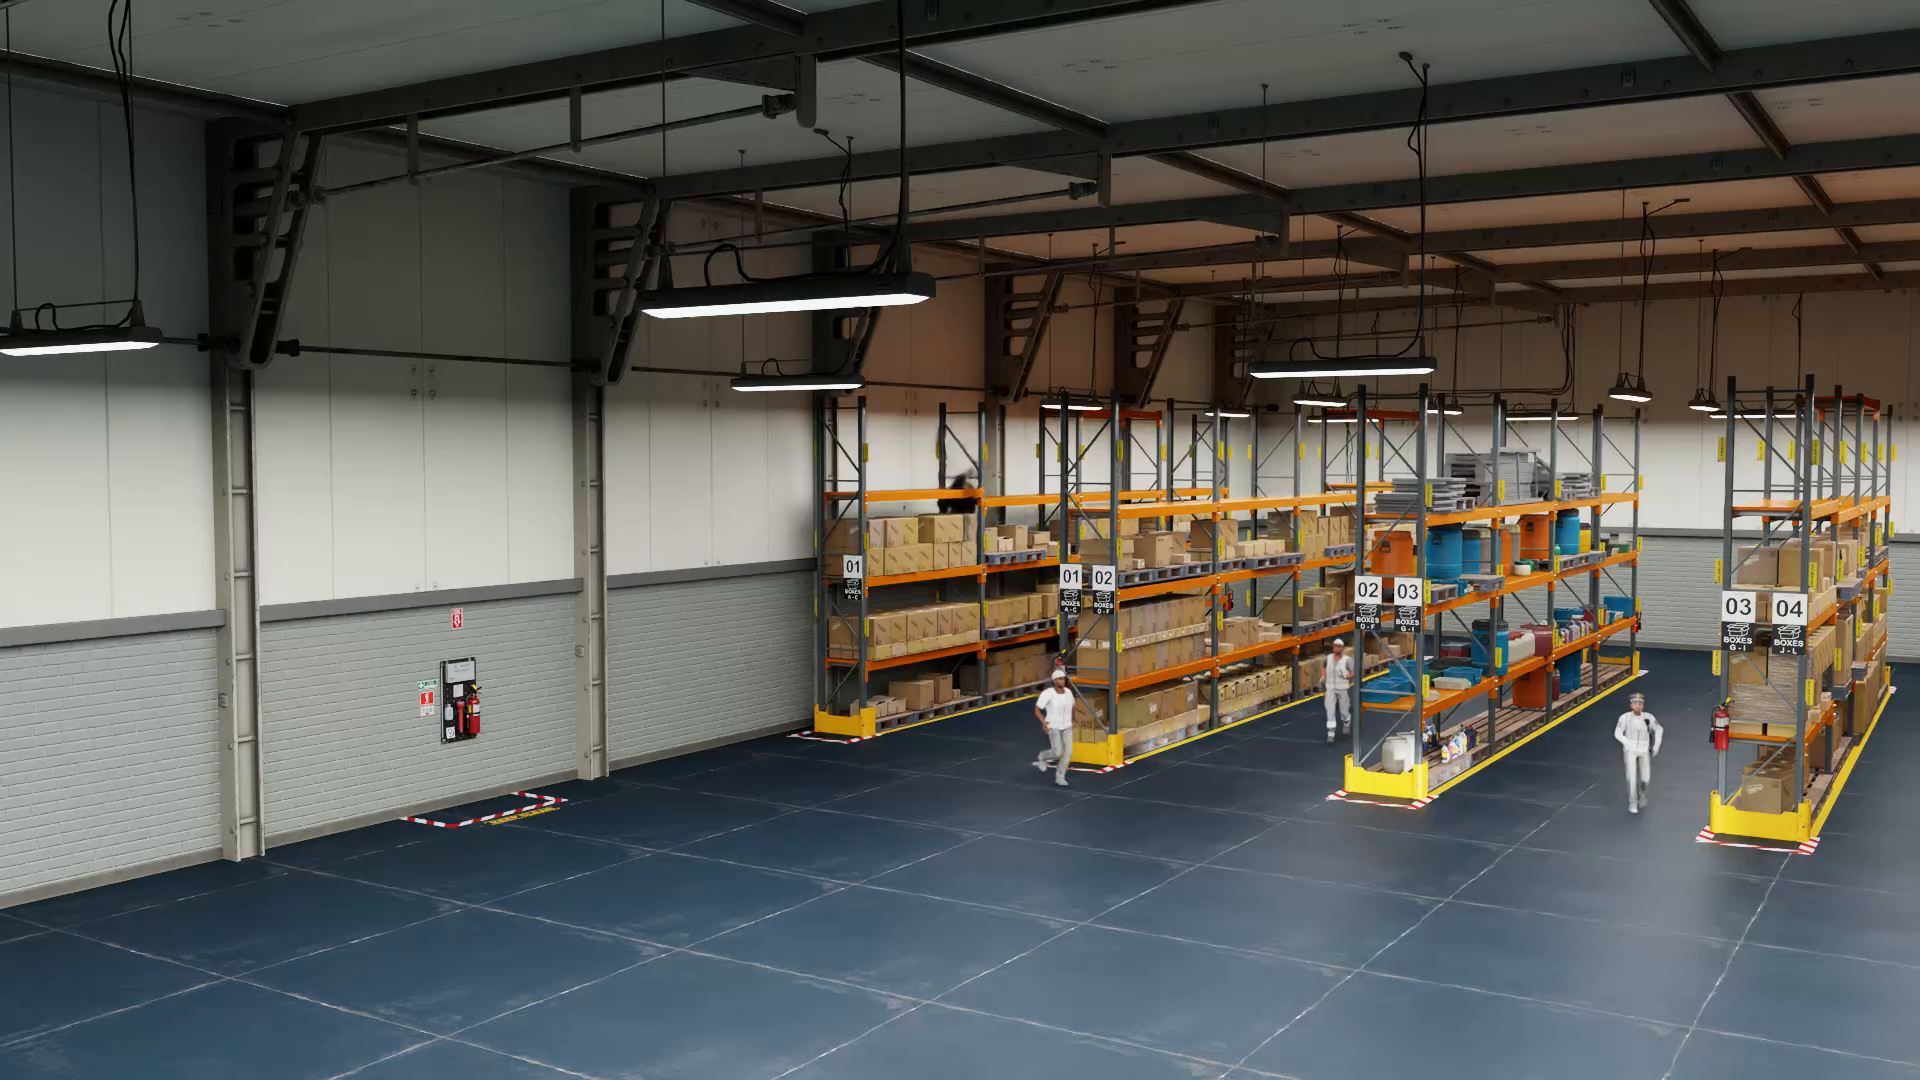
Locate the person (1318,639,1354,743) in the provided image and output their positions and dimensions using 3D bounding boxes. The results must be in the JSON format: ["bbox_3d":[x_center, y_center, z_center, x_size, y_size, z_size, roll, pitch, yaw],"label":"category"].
[{"bbox_3d":[6.524,2.590,28.735,0.665,1.768,0.981,1,3,25],"label":"person"}]

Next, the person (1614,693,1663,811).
[{"bbox_3d":[9.433,2.956,23.106,0.642,1.664,0.551,1,3,17],"label":"person"}]

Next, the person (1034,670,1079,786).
[{"bbox_3d":[1.484,2.828,25.202,0.716,1.727,0.690,-2,3,-28],"label":"person"}]
